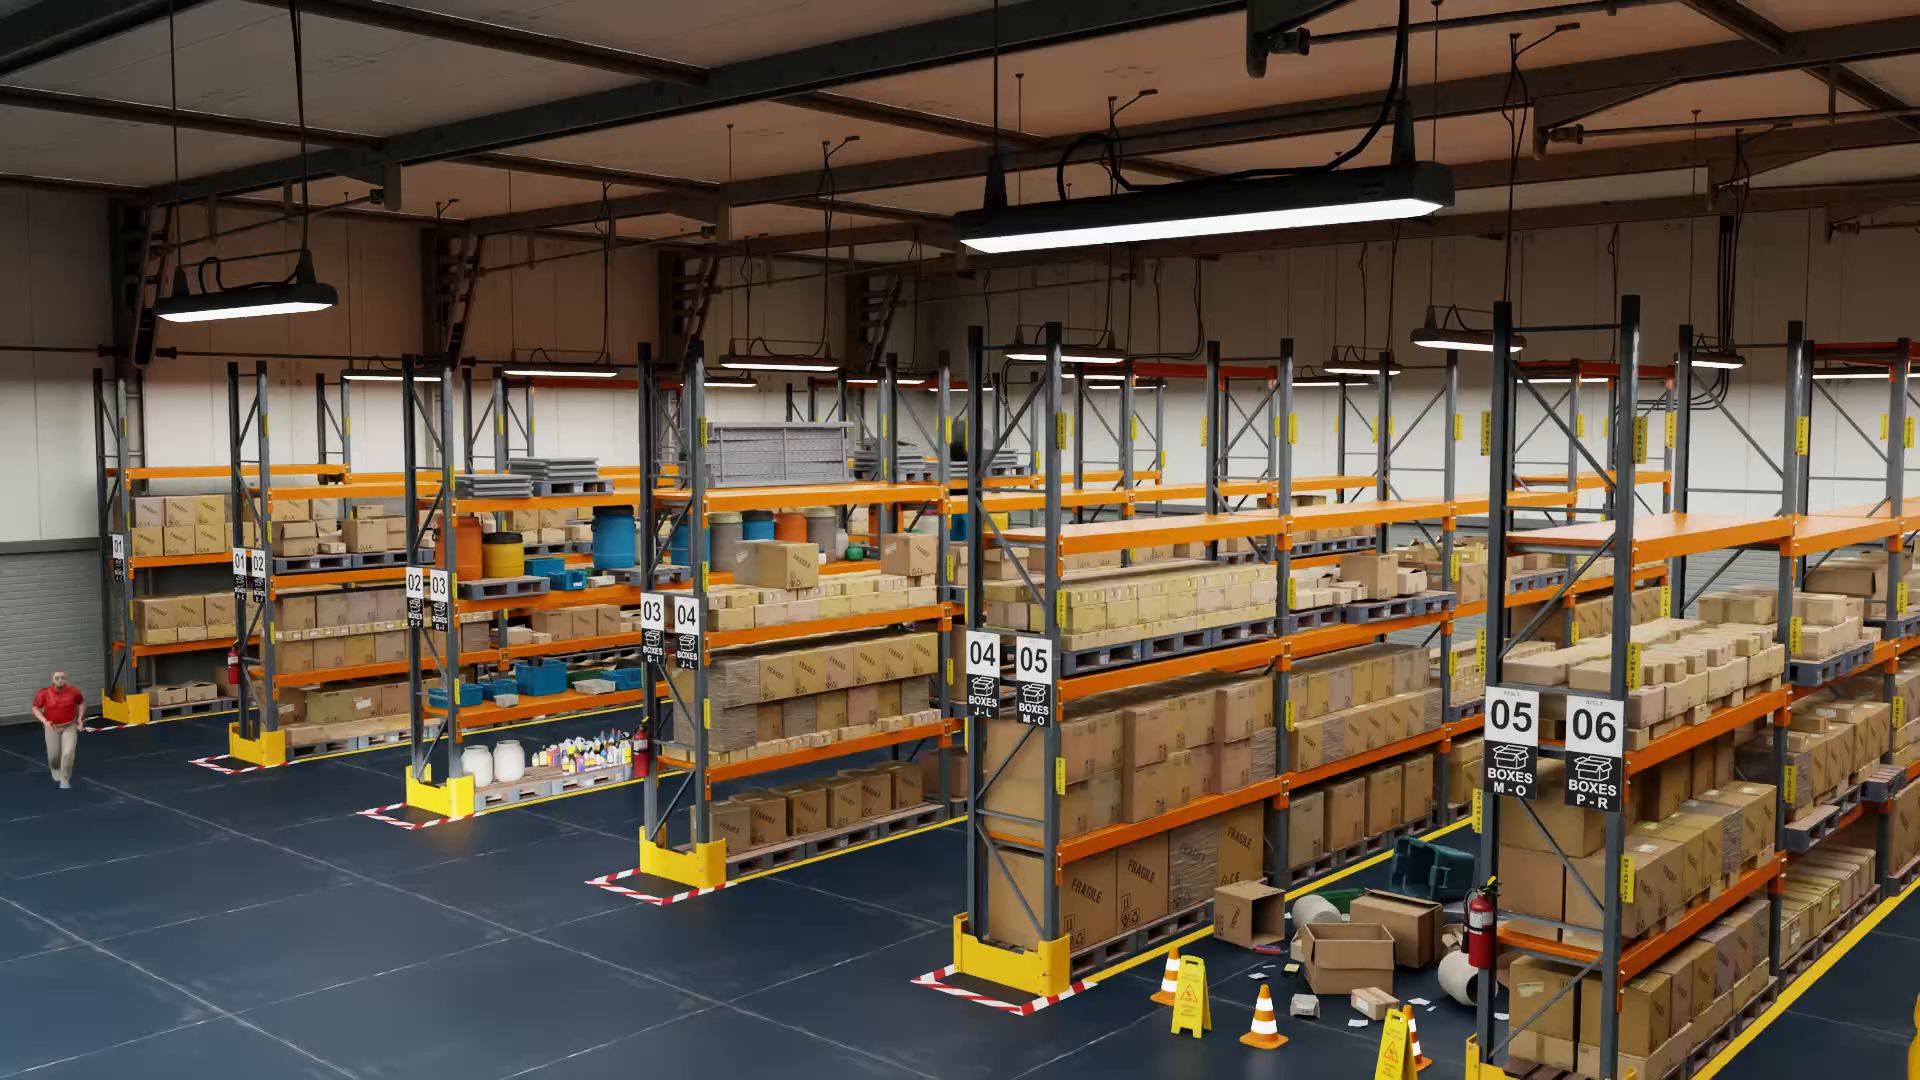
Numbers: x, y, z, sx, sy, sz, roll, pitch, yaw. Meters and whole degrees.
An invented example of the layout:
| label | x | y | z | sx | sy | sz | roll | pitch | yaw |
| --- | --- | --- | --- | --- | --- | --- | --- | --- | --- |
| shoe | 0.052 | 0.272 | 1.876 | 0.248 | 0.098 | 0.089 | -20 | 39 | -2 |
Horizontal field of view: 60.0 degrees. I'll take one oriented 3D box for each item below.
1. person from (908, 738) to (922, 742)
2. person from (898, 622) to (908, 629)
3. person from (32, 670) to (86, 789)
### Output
| label | x | y | z | sx | sy | sz | roll | pitch | yaw |
| --- | --- | --- | --- | --- | --- | --- | --- | --- | --- |
| person | -0.475 | 2.563 | 26.634 | 0.994 | 1.272 | 0.536 | -3 | 5 | -39 |
| person | -1.204 | 1.831 | 33.291 | 0.650 | 1.813 | 0.828 | 4 | 6 | 41 |
| person | -12.595 | 2.631 | 23.267 | 0.662 | 1.673 | 0.698 | -3 | 5 | -31 |
